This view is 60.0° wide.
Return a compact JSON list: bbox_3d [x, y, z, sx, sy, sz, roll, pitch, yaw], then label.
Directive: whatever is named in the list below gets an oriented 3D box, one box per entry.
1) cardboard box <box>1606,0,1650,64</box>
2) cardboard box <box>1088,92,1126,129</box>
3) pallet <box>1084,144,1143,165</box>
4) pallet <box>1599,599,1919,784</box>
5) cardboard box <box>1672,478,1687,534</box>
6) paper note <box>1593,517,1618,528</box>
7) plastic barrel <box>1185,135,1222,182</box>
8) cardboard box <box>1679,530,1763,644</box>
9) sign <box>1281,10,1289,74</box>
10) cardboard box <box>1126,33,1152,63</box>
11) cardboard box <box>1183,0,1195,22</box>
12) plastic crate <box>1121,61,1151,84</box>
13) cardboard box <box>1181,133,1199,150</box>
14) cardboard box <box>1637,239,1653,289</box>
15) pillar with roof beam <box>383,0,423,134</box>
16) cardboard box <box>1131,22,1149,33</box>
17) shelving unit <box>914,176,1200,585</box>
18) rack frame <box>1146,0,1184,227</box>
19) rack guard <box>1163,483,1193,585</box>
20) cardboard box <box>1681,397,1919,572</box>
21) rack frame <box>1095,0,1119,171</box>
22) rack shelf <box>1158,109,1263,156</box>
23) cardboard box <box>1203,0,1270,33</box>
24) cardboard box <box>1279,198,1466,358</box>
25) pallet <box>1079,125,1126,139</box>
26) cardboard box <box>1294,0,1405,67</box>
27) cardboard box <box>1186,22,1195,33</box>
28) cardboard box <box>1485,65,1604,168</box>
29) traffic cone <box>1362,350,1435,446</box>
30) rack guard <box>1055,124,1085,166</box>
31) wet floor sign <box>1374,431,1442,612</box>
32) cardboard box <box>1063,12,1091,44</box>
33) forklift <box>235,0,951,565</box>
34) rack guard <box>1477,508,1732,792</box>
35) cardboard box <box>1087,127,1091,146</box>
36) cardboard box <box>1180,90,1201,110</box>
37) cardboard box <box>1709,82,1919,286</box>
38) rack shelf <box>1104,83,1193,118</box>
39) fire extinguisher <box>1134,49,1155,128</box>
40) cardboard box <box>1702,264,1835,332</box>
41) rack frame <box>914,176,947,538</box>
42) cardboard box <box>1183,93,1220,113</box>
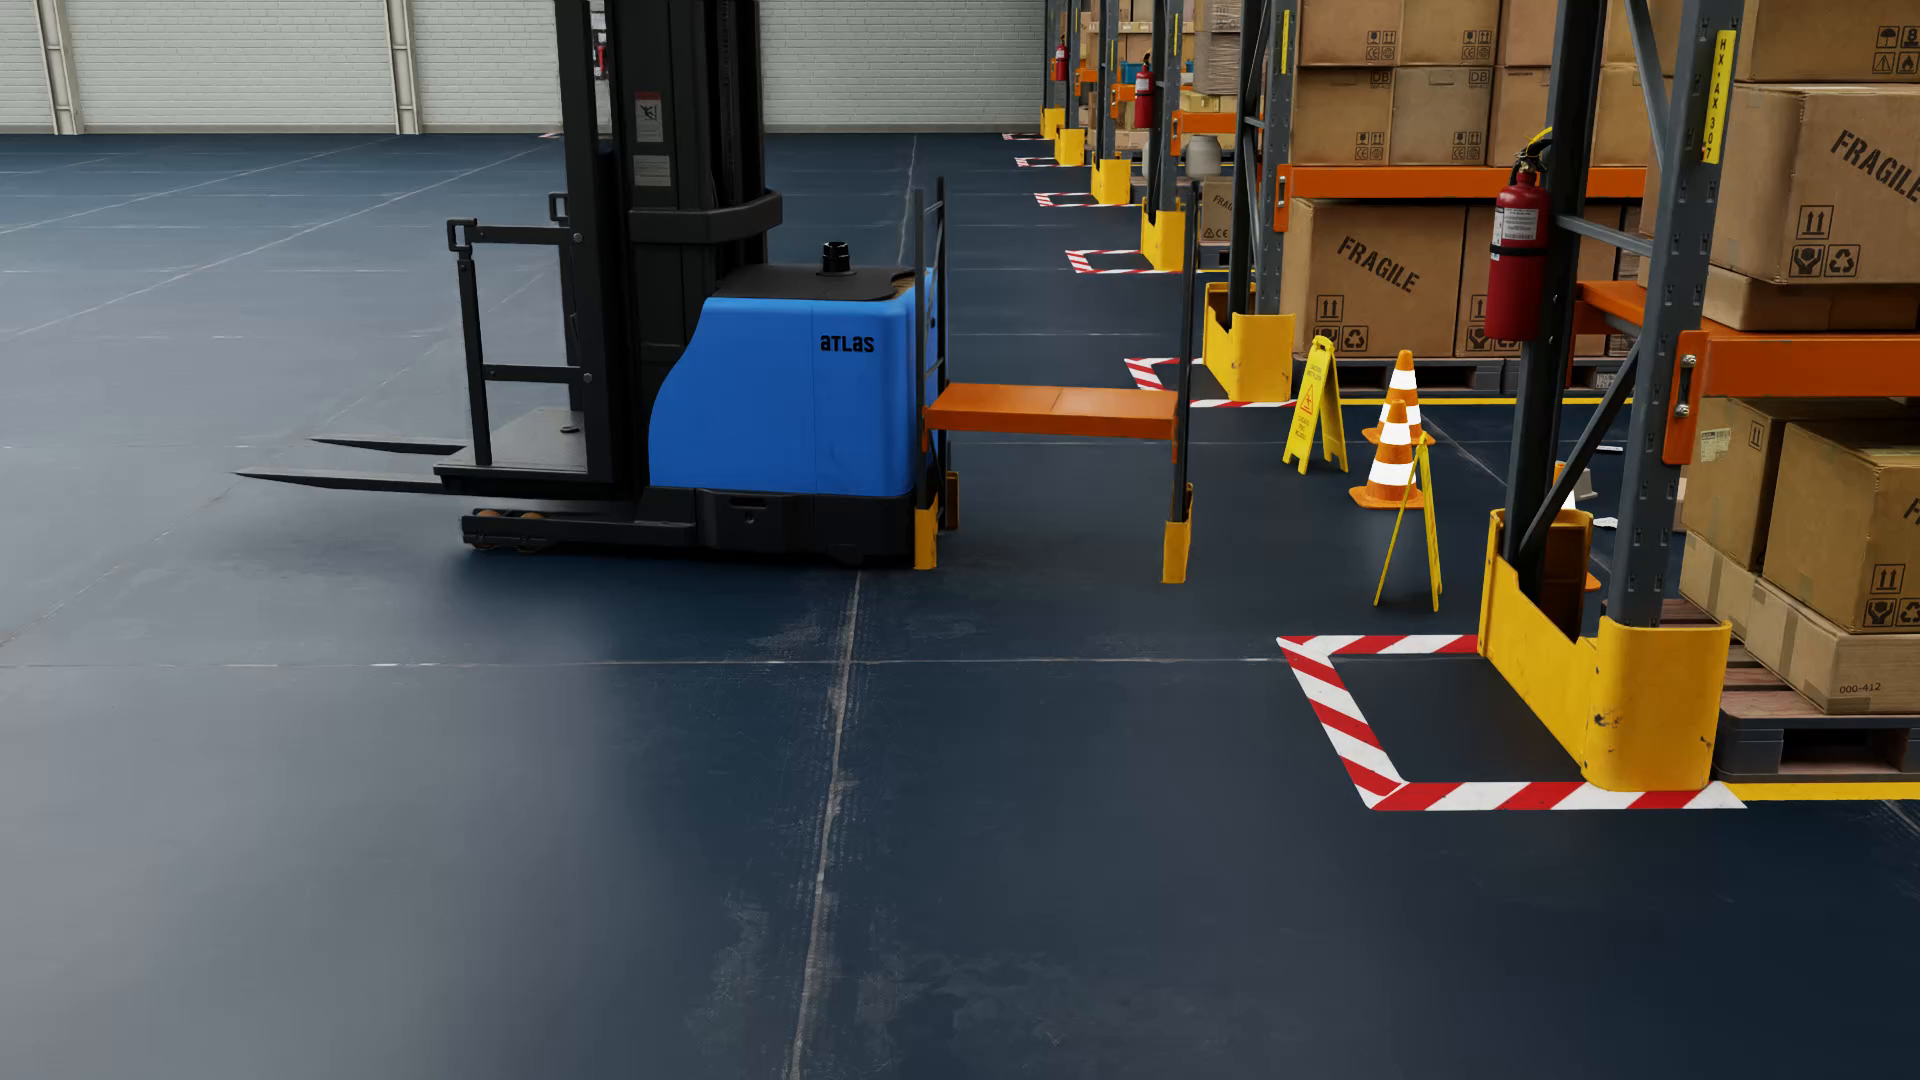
[{"bbox_3d":[3.752,-3.003,9.485,0.500,0.550,0.875,0,18,-1],"label":"cardboard box"},{"bbox_3d":[2.144,-6.275,24.285,0.500,0.500,0.500,0,18,-1],"label":"cardboard box"},{"bbox_3d":[2.376,-5.623,24.230,1.213,0.211,1.003,0,18,-1],"label":"pallet"},{"bbox_3d":[2.810,0.453,5.291,1.213,0.211,1.003,0,18,-1],"label":"pallet"},{"bbox_3d":[3.199,-0.148,7.264,0.250,0.149,0.380,10,20,28],"label":"cardboard box"},{"bbox_3d":[2.835,-0.080,7.248,0.142,0.019,0.148,-7,19,-20],"label":"paper note"},{"bbox_3d":[2.844,-4.465,19.442,0.421,0.512,0.421,0,18,0],"label":"plastic barrel"},{"bbox_3d":[2.749,0.141,5.510,0.500,0.250,0.500,0,18,-1],"label":"cardboard box"},{"bbox_3d":[1.745,-2.673,8.924,0.005,0.325,0.100,0,18,-1],"label":"sign"},{"bbox_3d":[2.604,-6.984,23.744,0.500,0.500,0.700,0,18,1],"label":"cardboard box"},{"bbox_3d":[3.162,-7.605,23.556,0.500,0.500,0.700,0,18,-1],"label":"cardboard box"},{"bbox_3d":[2.182,-5.444,19.351,0.616,0.251,0.499,0,18,-1],"label":"plastic crate"},{"bbox_3d":[3.152,-5.765,23.923,0.500,0.250,0.500,0,18,-1],"label":"cardboard box"},{"bbox_3d":[2.292,-0.829,5.133,0.250,0.149,0.380,0,18,1],"label":"cardboard box"},{"bbox_3d":[-9.714,-10.198,24.107,0.400,9.000,9.100,0,18,-1],"label":"pillar with roof beam"},{"bbox_3d":[2.521,-7.229,23.448,0.250,0.149,0.380,0,18,-1],"label":"cardboard box"},{"bbox_3d":[0.396,-0.656,6.637,1.083,1.500,0.587,3,18,9],"label":"shelving unit"},{"bbox_3d":[1.765,-3.908,14.321,0.127,3.000,1.000,0,18,-1],"label":"rack frame"},{"bbox_3d":[0.886,-0.034,6.746,0.087,0.250,0.587,3,18,9],"label":"rack guard"},{"bbox_3d":[2.718,-0.213,5.387,0.500,0.500,0.500,0,18,-1],"label":"cardboard box"},{"bbox_3d":[1.686,-5.421,19.036,0.127,3.000,1.000,0,18,-1],"label":"rack frame"},{"bbox_3d":[3.764,-3.576,14.461,4.000,0.370,1.077,0,18,-1],"label":"rack shelf"},{"bbox_3d":[2.319,-4.493,13.856,0.500,0.500,0.500,0,18,-1],"label":"cardboard box"},{"bbox_3d":[2.419,-1.605,9.930,0.875,0.875,0.875,0,18,-1],"label":"cardboard box"},{"bbox_3d":[2.419,-7.113,28.874,1.213,0.211,1.003,0,18,-1],"label":"pallet"},{"bbox_3d":[2.114,-2.969,9.378,0.550,0.550,0.875,0,18,-1],"label":"cardboard box"},{"bbox_3d":[3.295,-7.233,23.460,0.250,0.149,0.380,-1,18,-2],"label":"cardboard box"},{"bbox_3d":[3.224,-2.454,9.541,0.550,0.550,0.875,0,18,-1],"label":"cardboard box"},{"bbox_3d":[2.295,-0.754,8.640,0.334,0.463,0.336,0,18,-1],"label":"traffic cone"},{"bbox_3d":[1.588,-5.744,24.134,0.348,0.500,1.175,0,18,-1],"label":"rack guard"},{"bbox_3d":[1.714,-0.087,6.261,0.232,0.644,0.267,6,19,18],"label":"wet floor sign"},{"bbox_3d":[2.012,-8.653,28.095,0.500,0.500,0.500,0,18,-1],"label":"cardboard box"},{"bbox_3d":[-1.608,-1.495,6.911,3.031,2.935,1.130,3,18,9],"label":"forklift"},{"bbox_3d":[1.997,0.308,5.268,0.348,0.500,1.175,0,18,-1],"label":"rack guard"},{"bbox_3d":[2.144,-5.918,24.398,0.500,0.250,0.500,0,18,-1],"label":"cardboard box"},{"bbox_3d":[2.046,-3.853,14.560,0.250,0.149,0.380,0,18,-1],"label":"cardboard box"},{"bbox_3d":[2.399,-0.989,4.568,0.500,0.500,0.500,-1,18,-2],"label":"cardboard box"},{"bbox_3d":[3.686,-5.088,19.176,4.000,0.370,1.077,0,18,-1],"label":"rack shelf"},{"bbox_3d":[1.643,-4.012,14.770,0.183,0.674,0.296,0,18,-1],"label":"fire extinguisher"},{"bbox_3d":[2.264,-0.701,4.732,0.250,0.149,0.380,0,18,-1],"label":"cardboard box"},{"bbox_3d":[-0.114,-0.683,6.722,0.032,1.500,0.500,3,18,9],"label":"rack frame"},{"bbox_3d":[2.053,-3.717,14.136,0.250,0.149,0.380,0,18,-1],"label":"cardboard box"}]
